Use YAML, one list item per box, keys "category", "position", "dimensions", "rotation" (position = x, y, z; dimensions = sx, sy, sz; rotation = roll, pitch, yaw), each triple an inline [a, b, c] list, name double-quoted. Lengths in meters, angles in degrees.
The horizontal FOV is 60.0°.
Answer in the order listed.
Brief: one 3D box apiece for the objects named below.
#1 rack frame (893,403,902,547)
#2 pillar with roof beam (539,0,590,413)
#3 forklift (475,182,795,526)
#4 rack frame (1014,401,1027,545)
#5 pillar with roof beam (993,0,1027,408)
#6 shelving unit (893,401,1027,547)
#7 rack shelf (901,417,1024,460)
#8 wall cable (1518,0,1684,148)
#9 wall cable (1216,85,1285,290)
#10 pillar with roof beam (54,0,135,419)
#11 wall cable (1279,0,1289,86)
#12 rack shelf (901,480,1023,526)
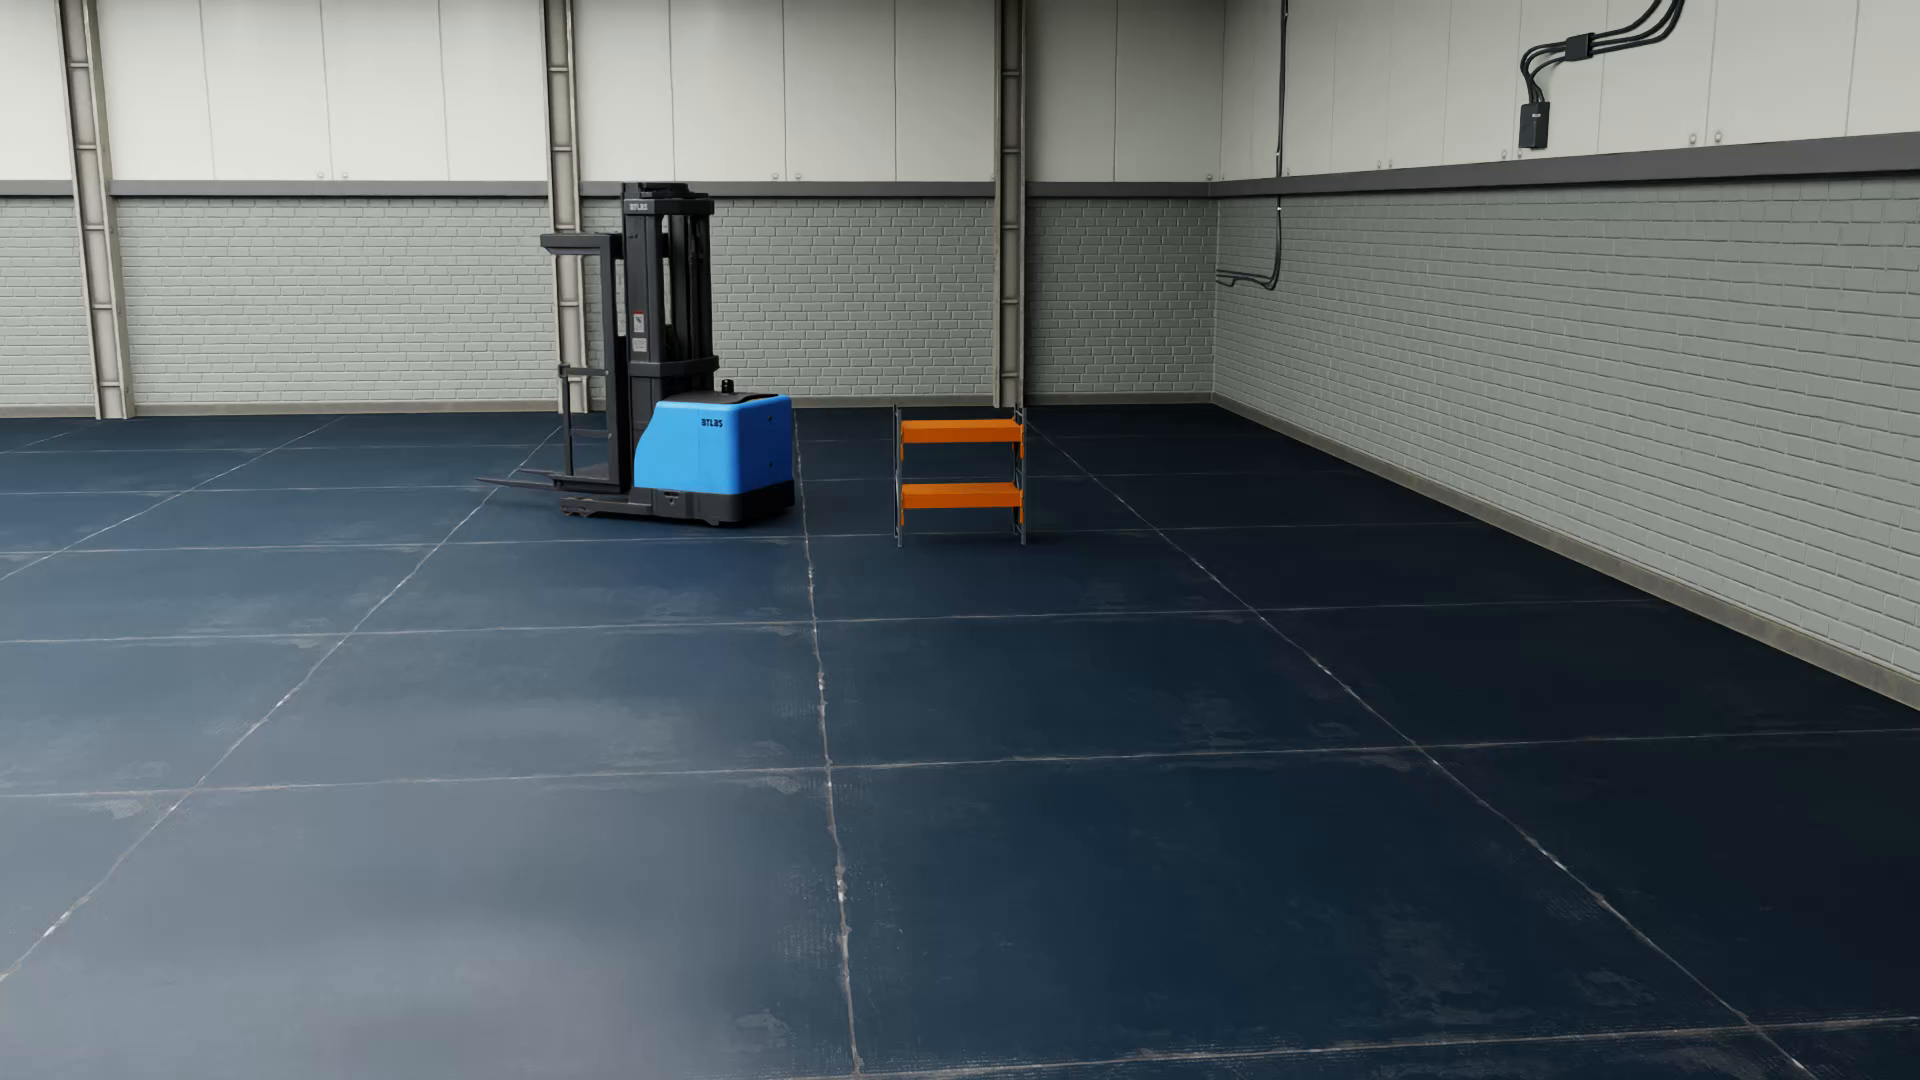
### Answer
- category: "rack frame"
  position: [-0.512, -0.541, 13.705]
  dimensions: [0.032, 1.125, 0.500]
  rotation: [-1, 11, -6]
- category: "pillar with roof beam"
  position: [-4.821, -5.347, 17.737]
  dimensions: [0.400, 9.000, 9.100]
  rotation: [-1, 11, -6]
- category: "forklift"
  position: [-3.060, -1.730, 15.070]
  dimensions: [3.031, 2.935, 1.130]
  rotation: [5, 12, 25]
- category: "rack frame"
  position: [0.499, -0.562, 13.813]
  dimensions: [0.032, 1.125, 0.500]
  rotation: [-1, 11, -6]
- category: "pillar with roof beam"
  position: [1.144, -5.472, 18.372]
  dimensions: [0.400, 9.000, 9.100]
  rotation: [-1, 11, -6]
- category: "shelving unit"
  position: [-0.007, -0.552, 13.759]
  dimensions: [1.048, 1.125, 0.538]
  rotation: [-1, 11, -6]
- category: "rack shelf"
  position: [-0.007, -0.839, 13.702]
  dimensions: [1.000, 0.278, 0.538]
  rotation: [-1, 11, -6]
- category: "wall cable"
  position: [4.760, -5.953, 12.004]
  dimensions: [0.169, 6.003, 2.305]
  rotation: [-1, 11, -6]
- category: "wall cable"
  position: [3.751, -4.581, 21.894]
  dimensions: [0.112, 2.526, 3.097]
  rotation: [-1, 11, -6]
- category: "pillar with roof beam"
  position: [-10.786, -5.222, 17.101]
  dimensions: [0.400, 9.000, 9.100]
  rotation: [-1, 11, -6]
- category: "wall cable"
  position: [4.043, -6.541, 18.767]
  dimensions: [0.112, 2.526, 3.097]
  rotation: [-1, 11, -6]
- category: "rack shelf"
  position: [-0.007, -0.312, 13.806]
  dimensions: [1.000, 0.278, 0.538]
  rotation: [-1, 11, -6]
